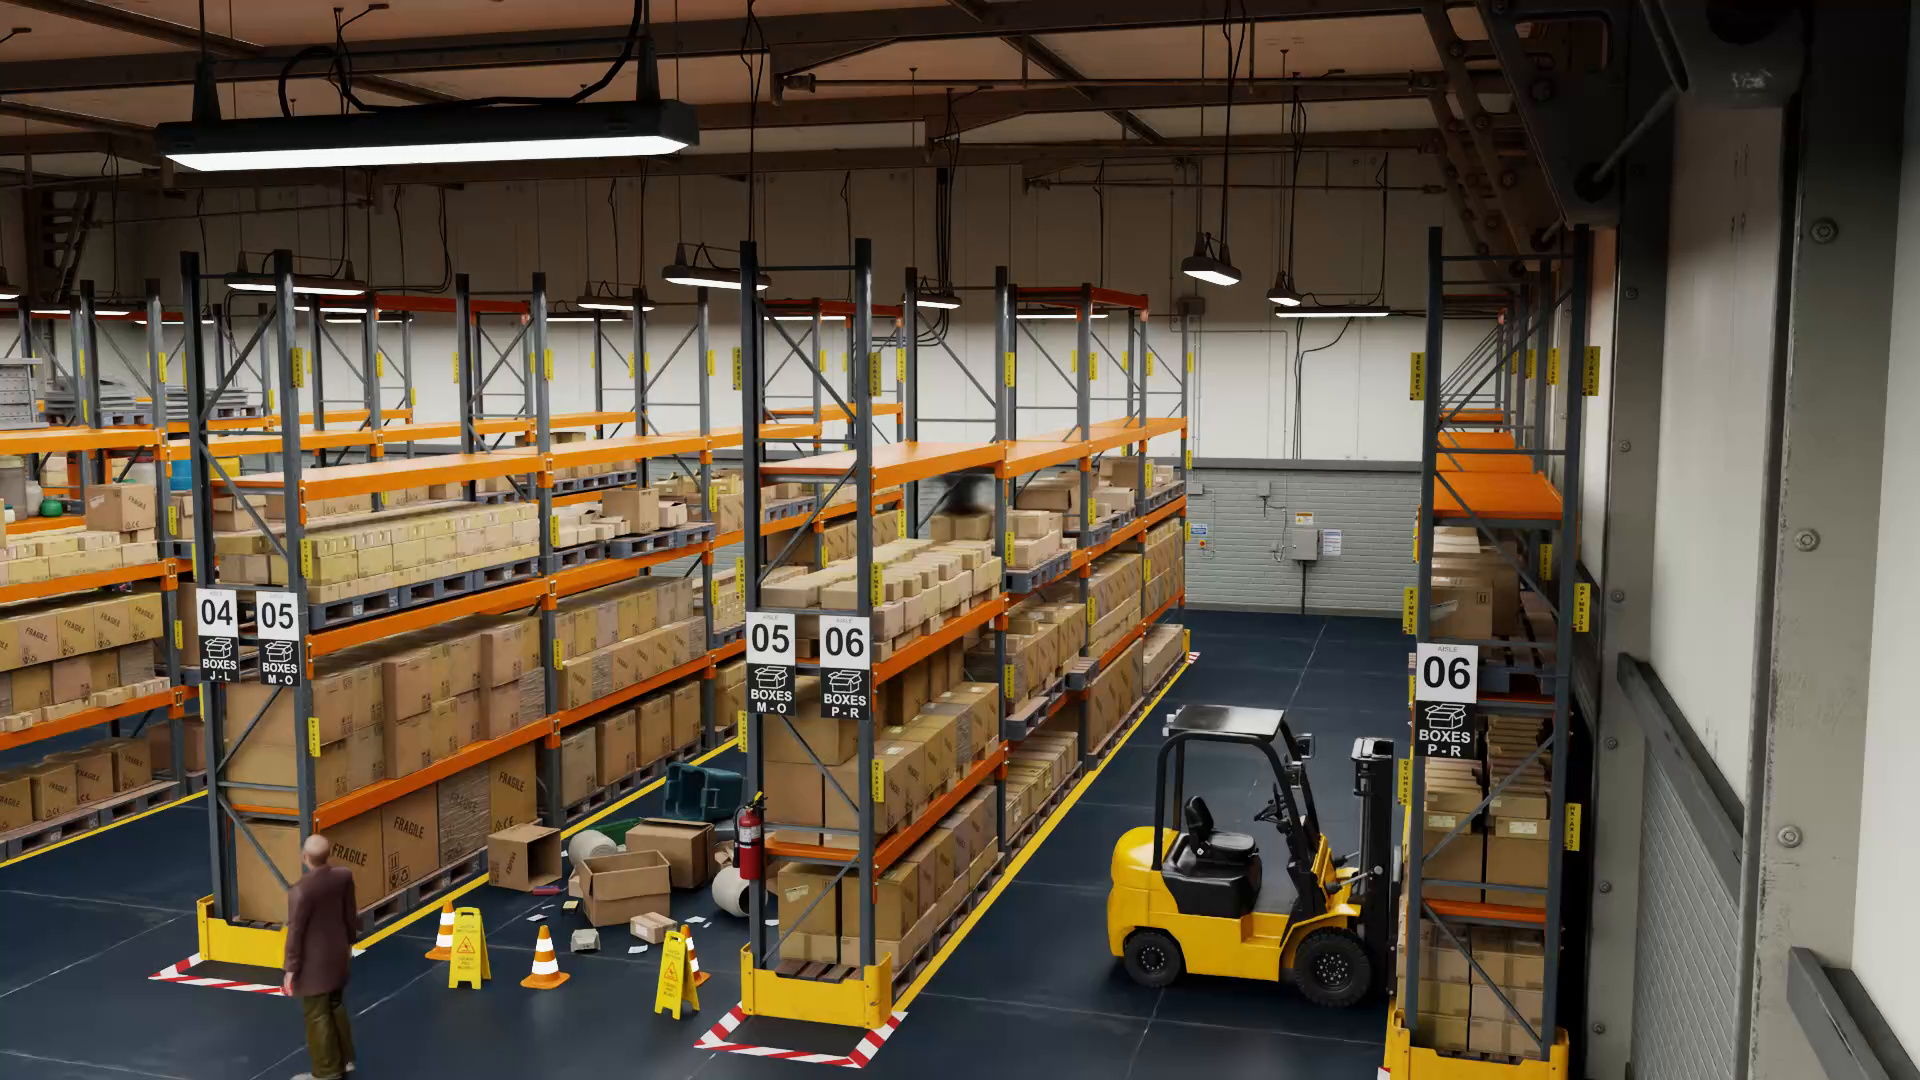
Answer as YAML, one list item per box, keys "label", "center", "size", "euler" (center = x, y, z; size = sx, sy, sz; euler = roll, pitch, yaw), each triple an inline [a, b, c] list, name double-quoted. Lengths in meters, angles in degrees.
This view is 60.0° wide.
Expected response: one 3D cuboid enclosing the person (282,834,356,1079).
- label: "person"
  center: [-4.516, 2.978, 11.777]
  size: [0.402, 1.824, 0.699]
  euler: [2, 7, 18]
